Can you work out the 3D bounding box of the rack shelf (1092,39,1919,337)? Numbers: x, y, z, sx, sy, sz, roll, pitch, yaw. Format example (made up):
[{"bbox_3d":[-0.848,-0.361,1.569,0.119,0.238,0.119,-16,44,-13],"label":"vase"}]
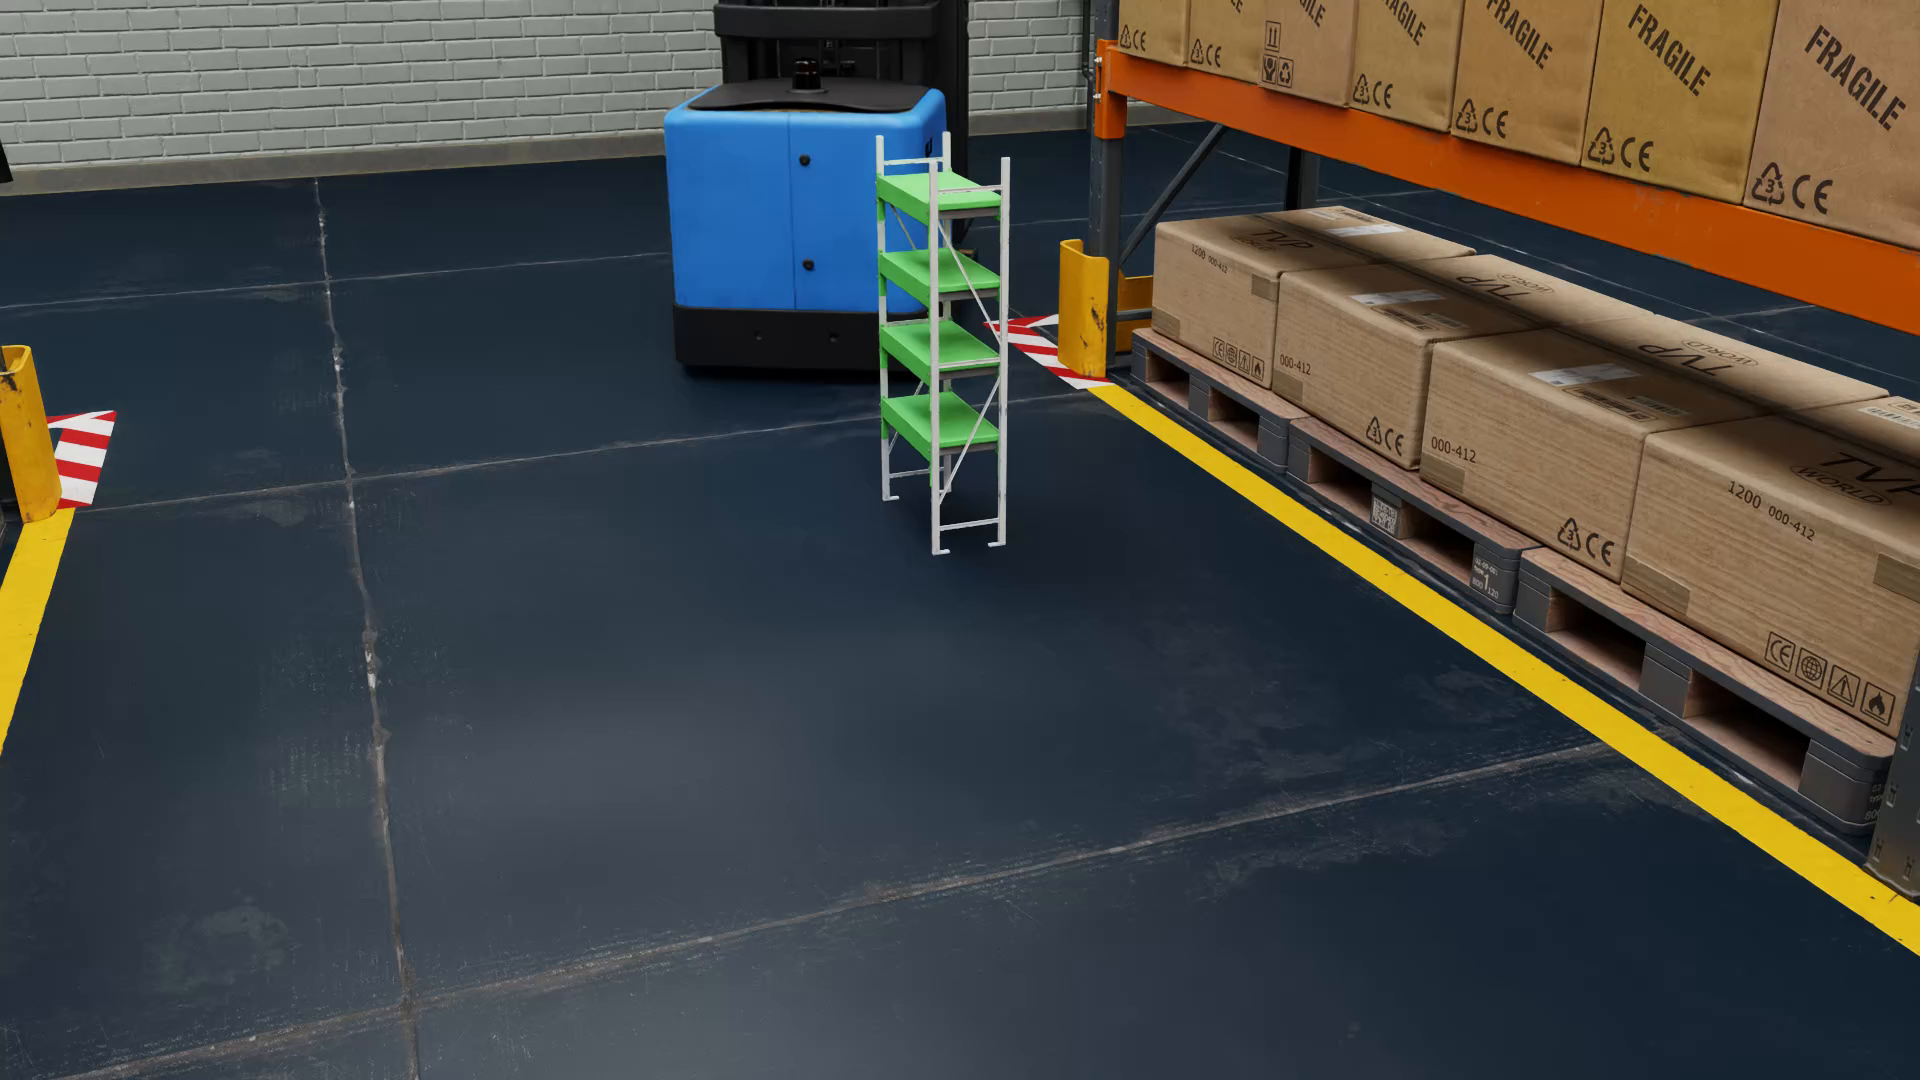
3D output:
[{"bbox_3d":[1.718,-1.114,4.958,1.077,0.370,4.000,-8,24,-19],"label":"rack shelf"}]

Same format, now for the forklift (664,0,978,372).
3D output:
[{"bbox_3d":[-0.497,-2.559,7.547,1.130,2.935,3.031,2,23,6],"label":"forklift"}]

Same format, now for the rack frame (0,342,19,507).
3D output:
[{"bbox_3d":[-3.584,-1.457,4.844,1.000,3.000,0.127,-8,24,-19],"label":"rack frame"}]

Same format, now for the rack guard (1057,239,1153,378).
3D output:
[{"bbox_3d":[1.003,-1.029,7.049,1.175,0.500,0.348,-8,24,-19],"label":"rack guard"}]

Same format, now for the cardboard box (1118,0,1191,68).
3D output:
[{"bbox_3d":[0.913,-2.005,6.016,0.500,0.500,0.500,-9,24,-19],"label":"cardboard box"}]

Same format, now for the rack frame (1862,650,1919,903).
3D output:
[{"bbox_3d":[2.425,-0.719,3.094,1.000,3.000,0.127,-8,24,-19],"label":"rack frame"}]

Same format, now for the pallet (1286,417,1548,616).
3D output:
[{"bbox_3d":[1.794,-0.165,5.370,1.003,0.211,1.213,-8,24,-19],"label":"pallet"}]

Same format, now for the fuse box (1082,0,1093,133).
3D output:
[{"bbox_3d":[1.015,-3.860,12.204,0.539,1.711,0.414,-8,24,-19],"label":"fuse box"}]

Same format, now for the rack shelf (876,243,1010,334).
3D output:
[{"bbox_3d":[-0.058,-0.775,5.091,0.258,0.148,0.480,-8,24,-19],"label":"rack shelf"}]

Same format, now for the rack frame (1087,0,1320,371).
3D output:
[{"bbox_3d":[1.012,-2.172,6.542,1.000,3.000,0.127,-8,24,-19],"label":"rack frame"}]

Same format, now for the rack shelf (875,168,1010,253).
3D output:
[{"bbox_3d":[-0.058,-0.996,4.998,0.258,0.148,0.480,-8,24,-19],"label":"rack shelf"}]

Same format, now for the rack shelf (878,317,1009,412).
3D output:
[{"bbox_3d":[-0.058,-0.554,5.184,0.258,0.148,0.480,-8,24,-19],"label":"rack shelf"}]

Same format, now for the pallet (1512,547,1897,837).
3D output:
[{"bbox_3d":[2.229,0.279,4.317,1.003,0.211,1.213,-8,24,-19],"label":"pallet"}]

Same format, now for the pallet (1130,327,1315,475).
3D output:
[{"bbox_3d":[1.367,-0.608,6.420,1.003,0.211,1.213,-8,24,-19],"label":"pallet"}]

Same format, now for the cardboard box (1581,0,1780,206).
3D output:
[{"bbox_3d":[1.835,-1.085,3.833,0.500,0.500,0.500,-9,24,-20],"label":"cardboard box"}]

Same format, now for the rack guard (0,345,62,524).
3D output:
[{"bbox_3d":[-3.557,-0.277,5.264,1.175,0.500,0.348,-8,24,-19],"label":"rack guard"}]

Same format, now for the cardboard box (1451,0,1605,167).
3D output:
[{"bbox_3d":[1.643,-1.265,4.262,0.500,0.500,0.500,-9,24,-20],"label":"cardboard box"}]

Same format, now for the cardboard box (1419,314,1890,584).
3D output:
[{"bbox_3d":[1.986,-0.300,4.858,0.875,0.438,0.875,-9,25,-21],"label":"cardboard box"}]

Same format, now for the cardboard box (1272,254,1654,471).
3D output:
[{"bbox_3d":[1.669,-0.628,5.636,0.875,0.438,0.875,-8,24,-18],"label":"cardboard box"}]

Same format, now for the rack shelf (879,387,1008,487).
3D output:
[{"bbox_3d":[-0.058,-0.333,5.278,0.258,0.148,0.480,-8,24,-19],"label":"rack shelf"}]

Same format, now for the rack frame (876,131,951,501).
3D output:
[{"bbox_3d":[-0.145,-0.702,5.370,0.240,1.200,0.015,-8,24,-19],"label":"rack frame"}]

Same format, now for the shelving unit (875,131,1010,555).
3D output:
[{"bbox_3d":[-0.058,-0.613,5.160,0.258,1.200,0.503,-8,24,-19],"label":"shelving unit"}]

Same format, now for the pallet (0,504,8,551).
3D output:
[{"bbox_3d":[-3.303,0.156,4.608,1.003,0.211,1.213,-8,24,-19],"label":"pallet"}]

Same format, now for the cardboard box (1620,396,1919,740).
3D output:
[{"bbox_3d":[2.303,0.025,4.086,0.875,0.438,0.875,-9,24,-20],"label":"cardboard box"}]

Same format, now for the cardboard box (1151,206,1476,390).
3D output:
[{"bbox_3d":[1.338,-0.959,6.422,0.875,0.438,0.875,-9,25,-21],"label":"cardboard box"}]

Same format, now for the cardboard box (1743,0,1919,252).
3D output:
[{"bbox_3d":[2.022,-0.899,3.391,0.500,0.500,0.500,-8,24,-19],"label":"cardboard box"}]

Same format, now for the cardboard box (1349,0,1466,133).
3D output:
[{"bbox_3d":[1.473,-1.458,4.718,0.500,0.500,0.500,-8,24,-17],"label":"cardboard box"}]

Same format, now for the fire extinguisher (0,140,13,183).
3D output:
[{"bbox_3d":[-3.241,-1.404,5.299,0.296,0.674,0.183,-8,24,-19],"label":"fire extinguisher"}]

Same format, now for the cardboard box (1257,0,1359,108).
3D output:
[{"bbox_3d":[1.280,-1.638,5.144,0.500,0.500,0.500,-8,24,-19],"label":"cardboard box"}]

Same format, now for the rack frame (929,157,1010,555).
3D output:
[{"bbox_3d":[0.028,-0.524,4.949,0.240,1.200,0.015,-8,24,-19],"label":"rack frame"}]

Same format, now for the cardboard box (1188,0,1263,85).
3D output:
[{"bbox_3d":[1.117,-1.825,5.589,0.500,0.500,0.500,-9,24,-20],"label":"cardboard box"}]
